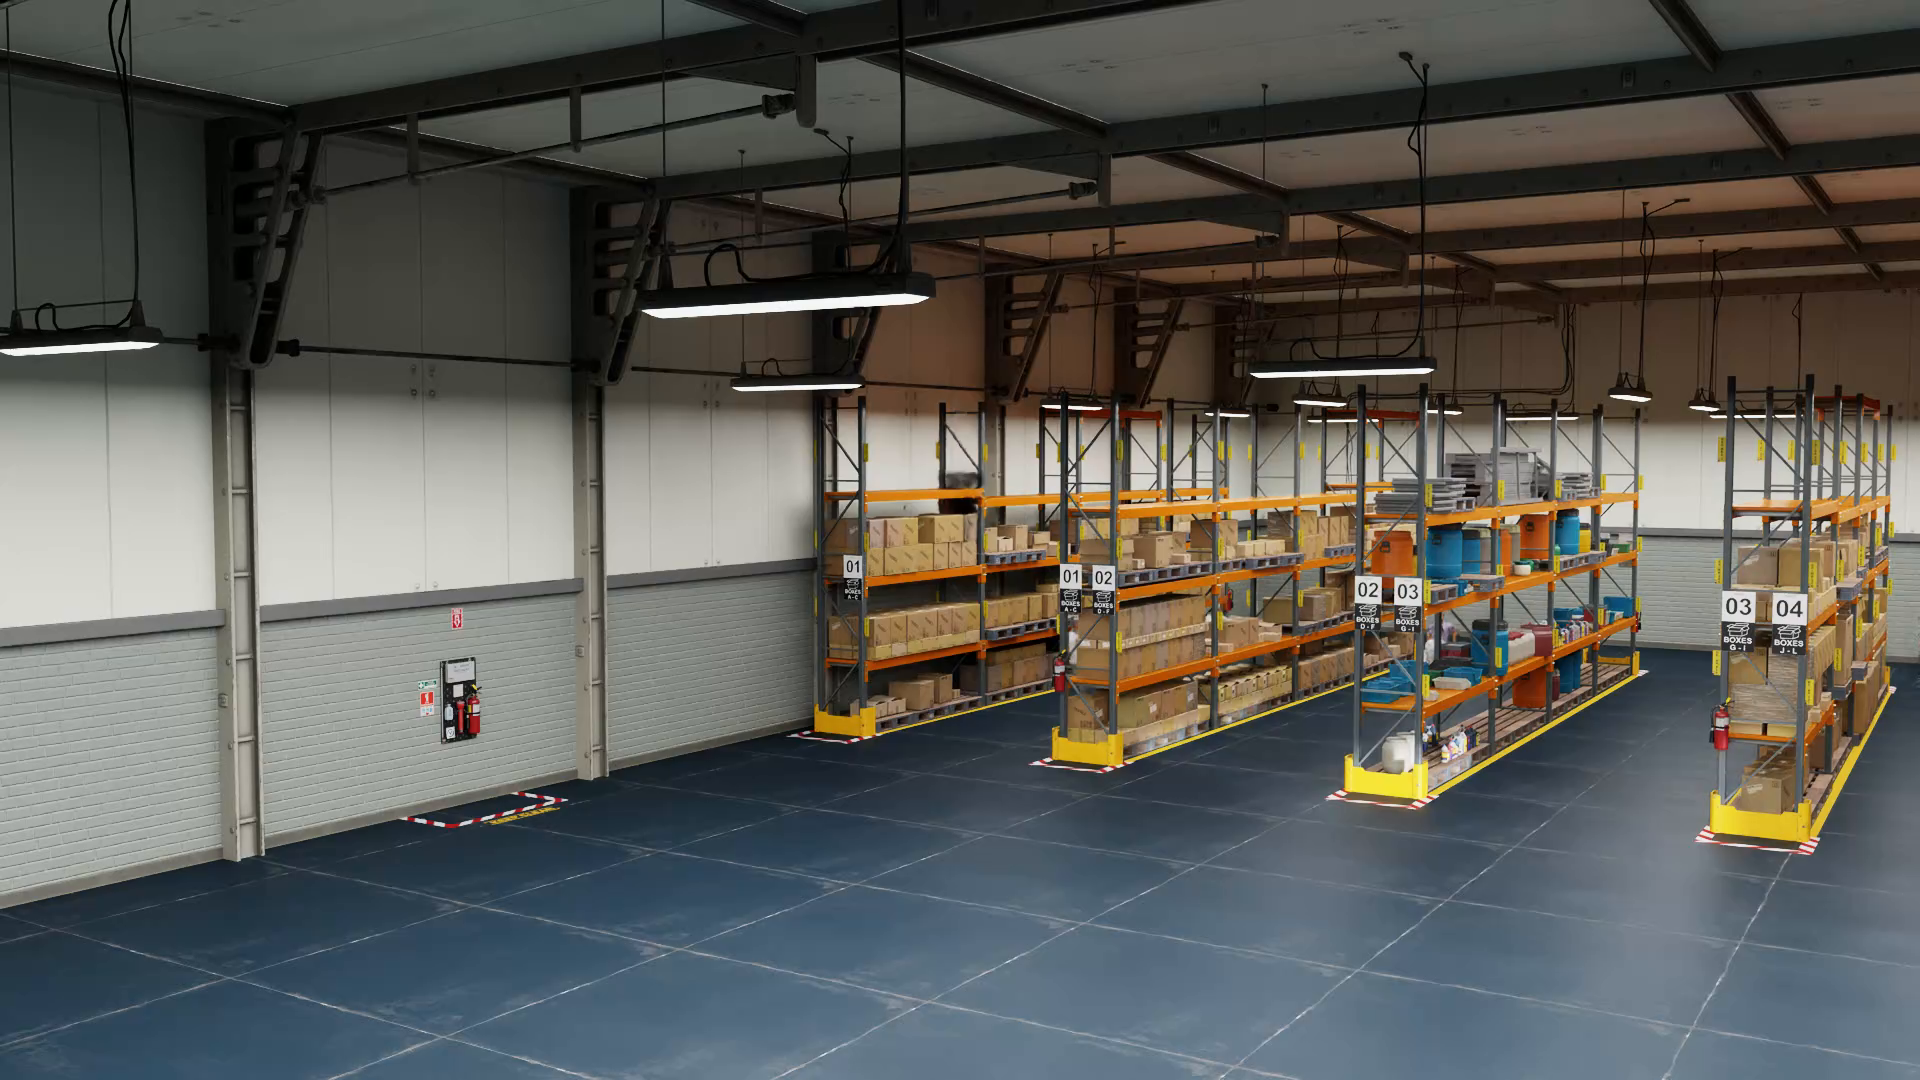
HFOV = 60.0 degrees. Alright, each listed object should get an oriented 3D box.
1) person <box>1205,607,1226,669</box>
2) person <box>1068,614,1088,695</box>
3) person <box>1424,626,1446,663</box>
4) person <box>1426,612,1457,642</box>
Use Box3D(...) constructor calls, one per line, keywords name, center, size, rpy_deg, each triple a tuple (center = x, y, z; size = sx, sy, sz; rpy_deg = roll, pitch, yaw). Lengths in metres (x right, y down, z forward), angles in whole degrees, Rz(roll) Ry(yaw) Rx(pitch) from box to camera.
Box3D(name="person", center=(5.676, 2.231, 37.027), size=(0.579, 1.648, 0.643), rpy_deg=(2, 3, 28))
Box3D(name="person", center=(2.174, 2.278, 30.196), size=(0.638, 1.889, 0.758), rpy_deg=(2, 4, 33))
Box3D(name="person", center=(9.273, 2.491, 32.375), size=(0.624, 1.654, 0.551), rpy_deg=(2, 4, 38))
Box3D(name="person", center=(10.249, 2.334, 35.467), size=(0.601, 1.603, 0.648), rpy_deg=(1, 3, 24))
